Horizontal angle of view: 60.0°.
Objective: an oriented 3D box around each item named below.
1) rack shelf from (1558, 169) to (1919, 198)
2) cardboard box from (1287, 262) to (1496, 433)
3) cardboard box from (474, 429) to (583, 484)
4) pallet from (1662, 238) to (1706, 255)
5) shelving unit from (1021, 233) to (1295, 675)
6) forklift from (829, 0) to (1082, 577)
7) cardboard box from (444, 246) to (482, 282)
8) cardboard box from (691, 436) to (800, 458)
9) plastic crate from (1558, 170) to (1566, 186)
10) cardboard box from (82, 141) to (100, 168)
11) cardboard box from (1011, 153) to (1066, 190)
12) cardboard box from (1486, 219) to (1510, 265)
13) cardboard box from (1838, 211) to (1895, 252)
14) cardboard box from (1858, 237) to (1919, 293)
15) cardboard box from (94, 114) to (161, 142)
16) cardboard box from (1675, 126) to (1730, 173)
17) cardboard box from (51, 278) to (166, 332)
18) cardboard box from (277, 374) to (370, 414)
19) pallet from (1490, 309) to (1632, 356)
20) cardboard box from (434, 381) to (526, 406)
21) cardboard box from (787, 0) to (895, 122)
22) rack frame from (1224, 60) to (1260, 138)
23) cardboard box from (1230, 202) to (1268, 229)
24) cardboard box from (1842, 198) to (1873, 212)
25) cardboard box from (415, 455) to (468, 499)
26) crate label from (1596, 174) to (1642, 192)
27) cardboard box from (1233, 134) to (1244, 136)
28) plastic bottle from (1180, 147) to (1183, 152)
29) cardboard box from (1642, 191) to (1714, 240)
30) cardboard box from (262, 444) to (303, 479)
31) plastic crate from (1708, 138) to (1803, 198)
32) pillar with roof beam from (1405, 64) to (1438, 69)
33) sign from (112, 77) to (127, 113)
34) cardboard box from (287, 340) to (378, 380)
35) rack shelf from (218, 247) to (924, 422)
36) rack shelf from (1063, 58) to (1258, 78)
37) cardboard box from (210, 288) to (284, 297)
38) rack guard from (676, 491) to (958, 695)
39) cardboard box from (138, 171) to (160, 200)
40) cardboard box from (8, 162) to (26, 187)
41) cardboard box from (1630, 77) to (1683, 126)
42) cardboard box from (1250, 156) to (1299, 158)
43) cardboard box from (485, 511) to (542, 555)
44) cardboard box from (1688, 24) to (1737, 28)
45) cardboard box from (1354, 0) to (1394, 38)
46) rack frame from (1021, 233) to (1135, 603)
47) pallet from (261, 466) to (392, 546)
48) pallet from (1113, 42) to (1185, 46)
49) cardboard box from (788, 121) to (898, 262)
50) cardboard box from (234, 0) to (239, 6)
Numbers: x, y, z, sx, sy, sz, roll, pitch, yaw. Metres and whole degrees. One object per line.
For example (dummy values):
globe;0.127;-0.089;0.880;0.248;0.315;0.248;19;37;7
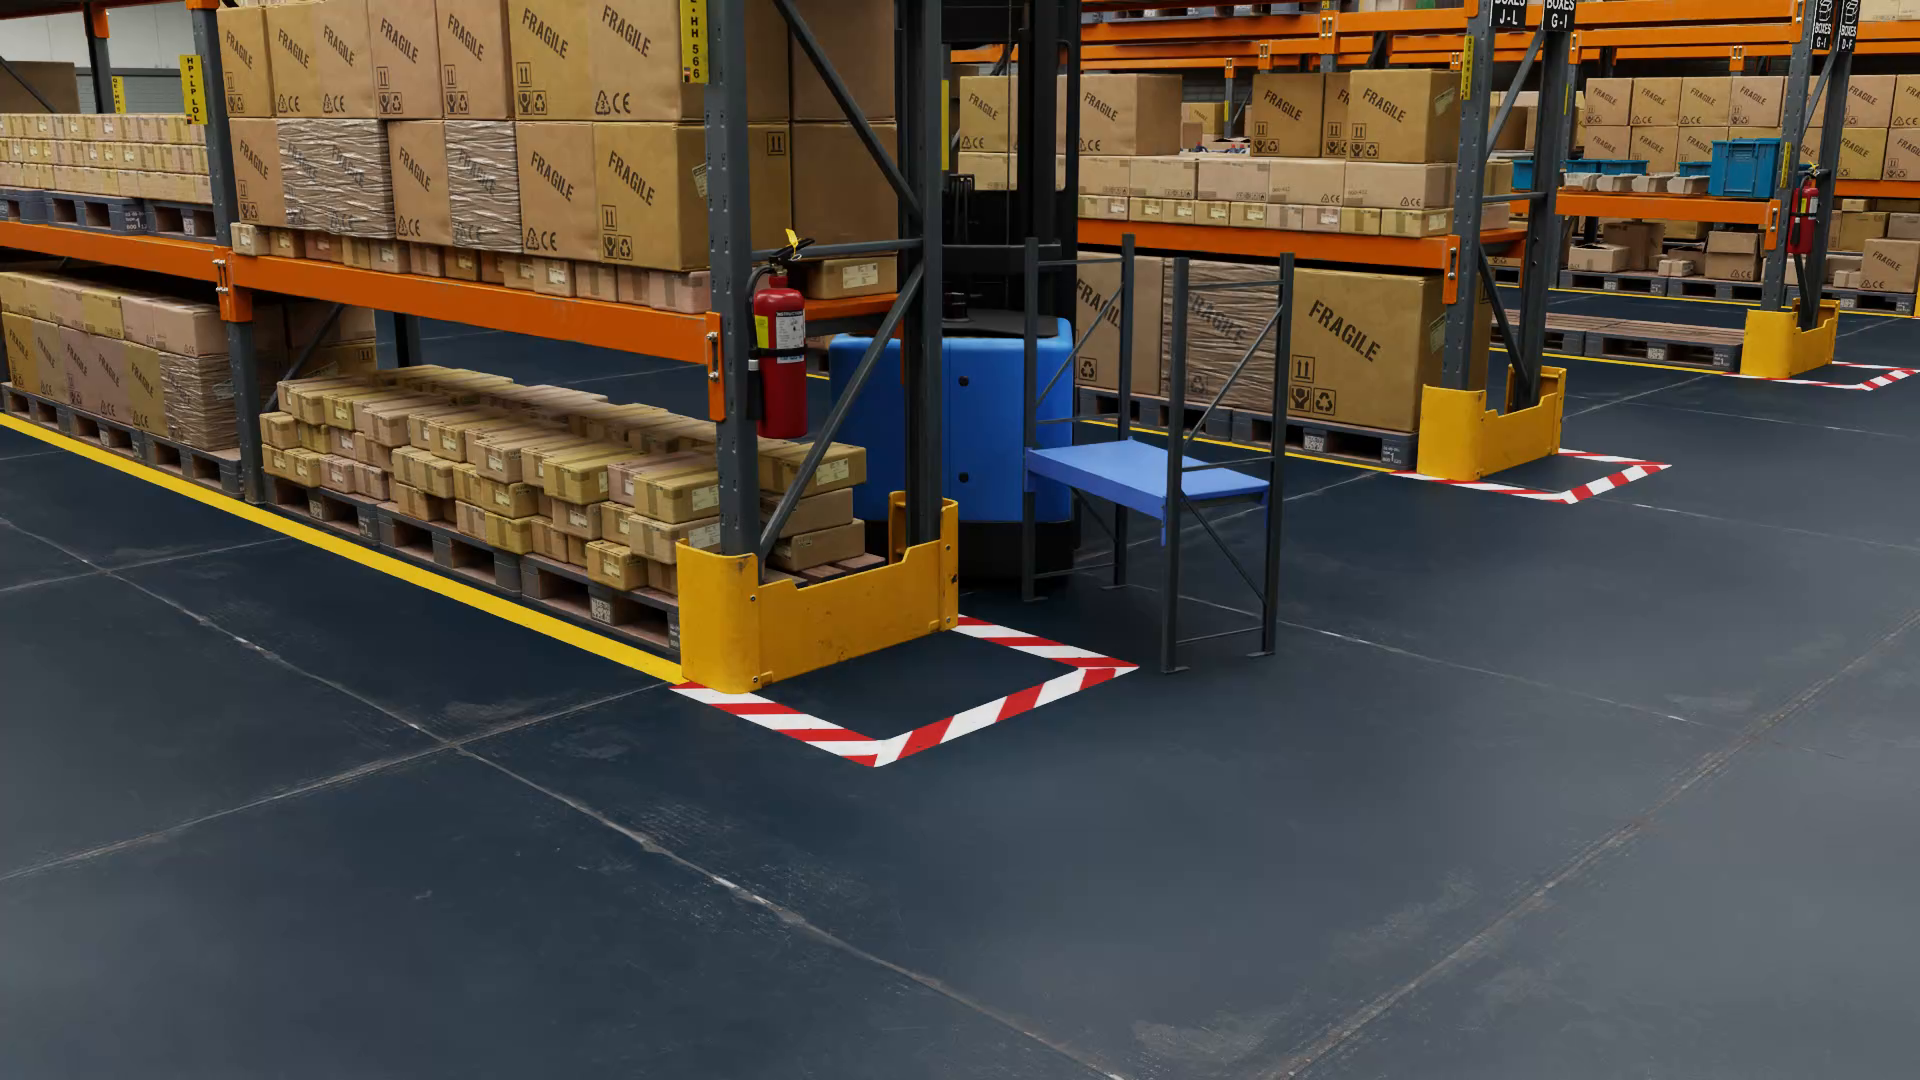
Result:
rack shelf;8.499;-3.706;17.633;4.000;0.370;1.077;14;20;42
cardboard box;2.544;-1.179;9.889;0.875;0.875;0.875;14;20;42
cardboard box;-1.803;-0.353;6.978;0.380;0.149;0.250;-14;20;-42
pallet;9.887;-4.076;23.156;1.213;0.211;1.003;14;20;42
shelving unit;0.723;-0.381;6.421;0.538;1.500;1.048;-8;16;-27
forklift;0.031;-1.577;8.170;1.130;2.935;3.031;1;15;3
cardboard box;-1.955;-1.193;7.060;0.250;0.149;0.380;14;20;43
cardboard box;-0.879;-0.315;6.835;0.380;0.149;0.250;-14;20;-43
plastic crate;5.081;-3.157;14.503;0.466;0.136;0.293;14;20;42
cardboard box;-4.881;-2.257;9.721;0.380;0.149;0.250;-14;20;-42
cardboard box;0.691;-2.460;11.133;0.500;0.250;0.500;14;20;42
cardboard box;6.155;-3.530;19.615;0.500;0.500;0.500;14;20;42
cardboard box;11.689;-3.969;21.341;0.700;0.500;0.500;-14;20;-43
cardboard box;9.376;-2.758;16.652;0.500;0.500;0.500;14;20;42
cardboard box;-4.697;-2.357;9.513;0.250;0.149;0.380;13;19;40
cardboard box;7.966;-4.137;17.661;0.500;0.500;0.500;14;20;42
cardboard box;-5.174;-1.438;10.140;0.500;0.250;0.500;14;20;43
cardboard box;-3.231;-0.738;8.456;0.380;0.149;0.250;-14;20;-42
pallet;5.057;-1.821;14.503;1.213;0.211;1.003;14;20;42
cardboard box;-2.370;-0.681;8.239;0.380;0.149;0.250;-14;20;-42
cardboard box;-0.594;-1.827;6.223;0.500;0.500;0.500;14;20;42
rack frame;4.736;-6.704;27.712;0.127;3.000;1.000;14;20;42
cardboard box;1.839;-1.966;10.027;0.250;0.149;0.380;13;20;41
cardboard box;11.458;-4.278;21.238;0.250;0.149;0.380;13;19;41
cardboard box;-2.180;-0.302;7.375;0.250;0.149;0.380;14;20;43
crate label;5.369;-2.915;13.573;0.243;0.136;0.396;14;20;42
cardboard box;4.546;-6.762;28.194;0.500;0.250;0.500;14;20;43
plastic bottle;2.235;-3.953;17.252;0.185;0.351;0.144;14;20;42
cardboard box;9.937;-4.557;22.903;0.750;0.750;0.750;14;20;43
cardboard box;-3.296;-0.426;8.438;0.250;0.149;0.380;13;19;40
plastic crate;6.127;-2.876;12.833;0.499;0.435;0.616;14;20;42
pillar with roof beam;4.292;-8.510;22.746;0.400;9.000;9.100;14;20;42
sign;-5.845;-3.046;11.535;0.005;0.325;0.100;14;20;42
cardboard box;-3.683;-0.895;9.543;0.500;0.500;0.500;-14;20;-42
rack shelf;-1.895;-1.026;7.347;4.000;0.370;1.077;14;20;42
rack shelf;3.296;-8.157;28.768;4.000;0.370;1.077;14;20;42
cardboard box;-4.069;-1.351;9.804;0.500;0.250;0.500;-14;20;-43
rack guard;-0.510;0.172;6.279;0.348;0.500;1.175;14;20;42
cardboard box;-4.304;-1.973;9.219;0.250;0.149;0.380;12;19;39
cardboard box;-5.840;-2.344;10.644;0.380;0.149;0.250;-13;20;-41
cardboard box;7.575;-4.713;17.888;0.500;0.500;0.500;13;19;40
cardboard box;2.164;-2.289;10.477;0.500;0.250;0.500;13;19;40
cardboard box;-1.779;-0.065;7.052;0.250;0.149;0.380;13;19;40
cardboard box;7.954;-5.477;17.352;0.500;0.250;0.500;14;20;42
cardboard box;5.259;-6.354;20.220;0.500;0.500;0.910;14;20;42
rack frame;0.485;-0.495;6.856;0.500;1.500;0.032;-8;16;-27
pallet;-2.827;-0.264;8.525;1.213;0.211;1.003;14;20;42
pallet;2.822;-6.762;22.360;1.003;0.211;1.213;-13;20;-42
cardboard box;-0.587;-1.345;6.357;0.500;0.500;0.500;-13;20;-42
cardboard box;-8.034;-6.104;18.966;0.250;0.149;0.380;13;20;41
